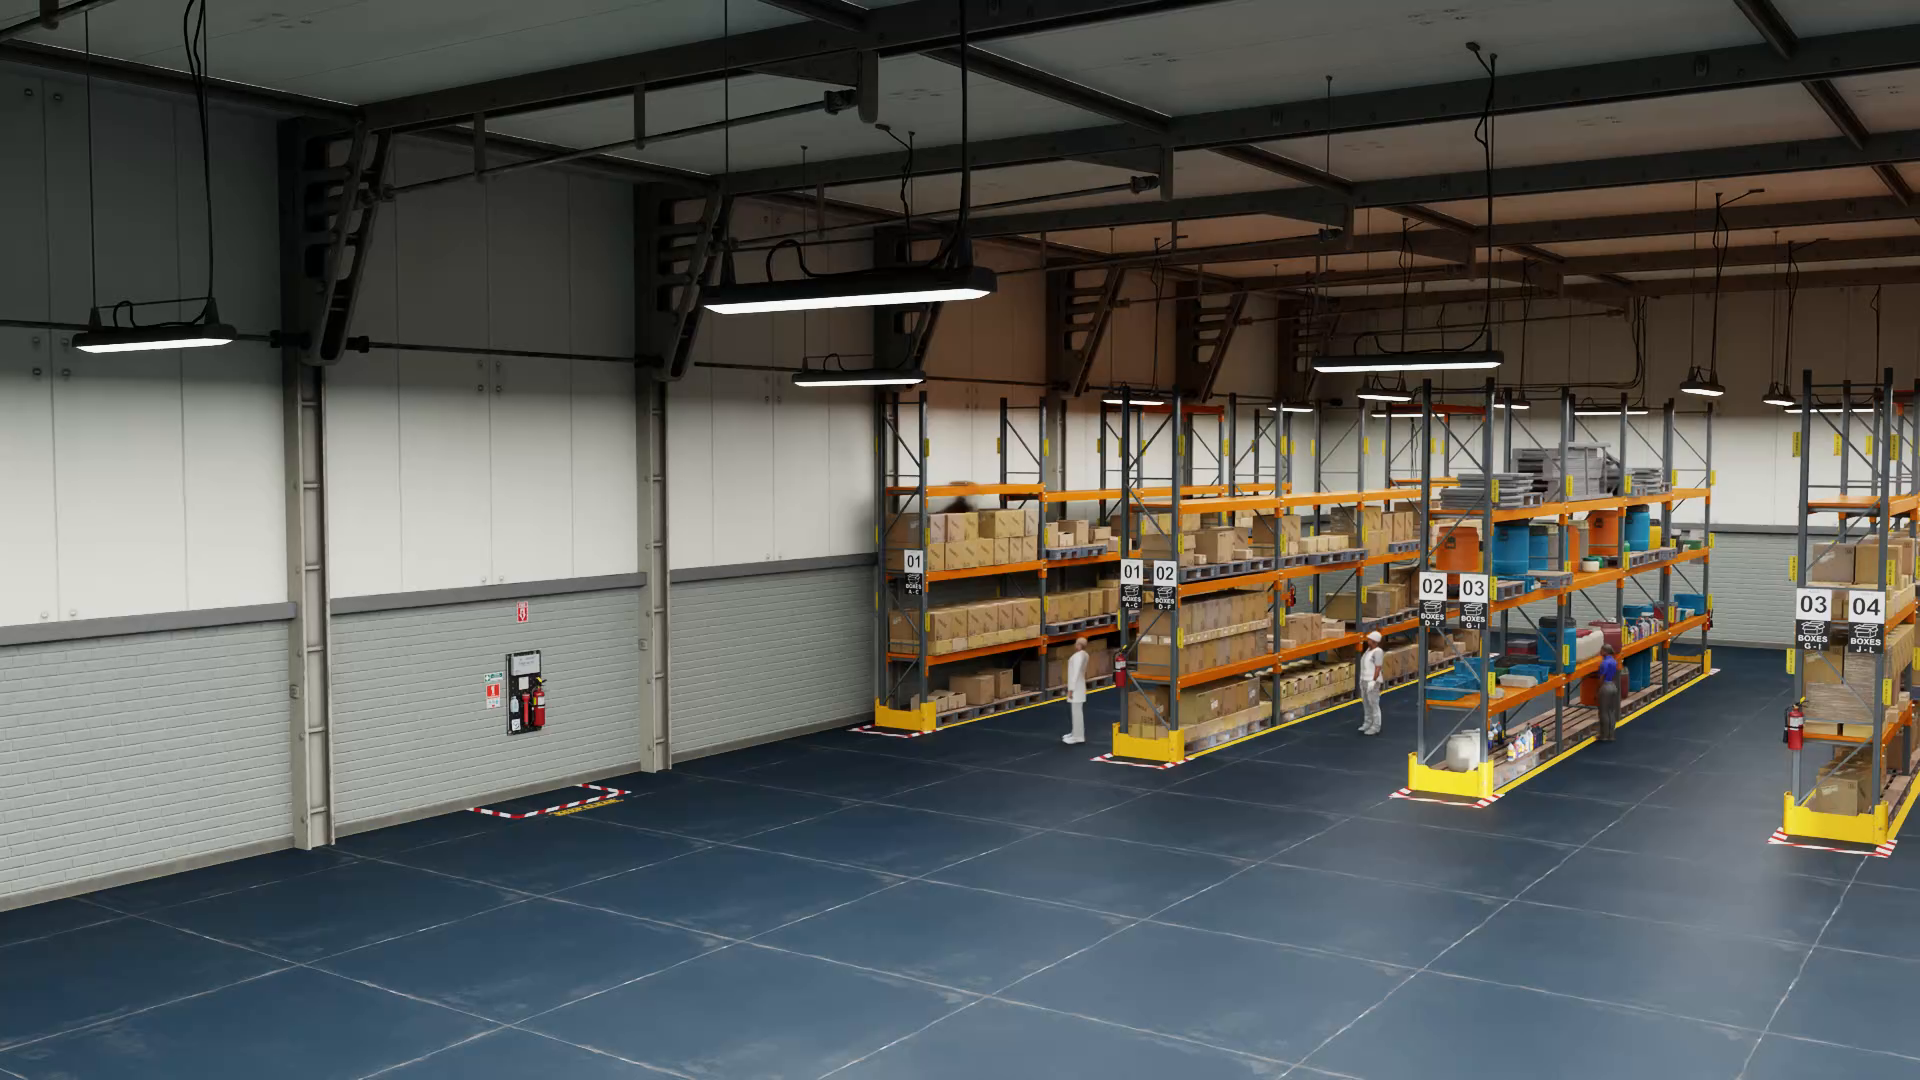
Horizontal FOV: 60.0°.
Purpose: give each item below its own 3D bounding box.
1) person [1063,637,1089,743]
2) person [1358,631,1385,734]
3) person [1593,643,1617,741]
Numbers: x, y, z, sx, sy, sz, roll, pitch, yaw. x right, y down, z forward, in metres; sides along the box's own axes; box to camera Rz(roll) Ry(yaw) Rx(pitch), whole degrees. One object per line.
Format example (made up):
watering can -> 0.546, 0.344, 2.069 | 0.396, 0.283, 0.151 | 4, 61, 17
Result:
person -> 1.980, 2.535, 28.328 | 0.445, 1.778, 0.620 | 0, 3, 5
person -> 7.217, 2.498, 29.226 | 0.422, 1.798, 0.600 | -1, 3, -17
person -> 10.996, 2.599, 28.342 | 0.453, 1.655, 0.359 | -3, 4, -43
